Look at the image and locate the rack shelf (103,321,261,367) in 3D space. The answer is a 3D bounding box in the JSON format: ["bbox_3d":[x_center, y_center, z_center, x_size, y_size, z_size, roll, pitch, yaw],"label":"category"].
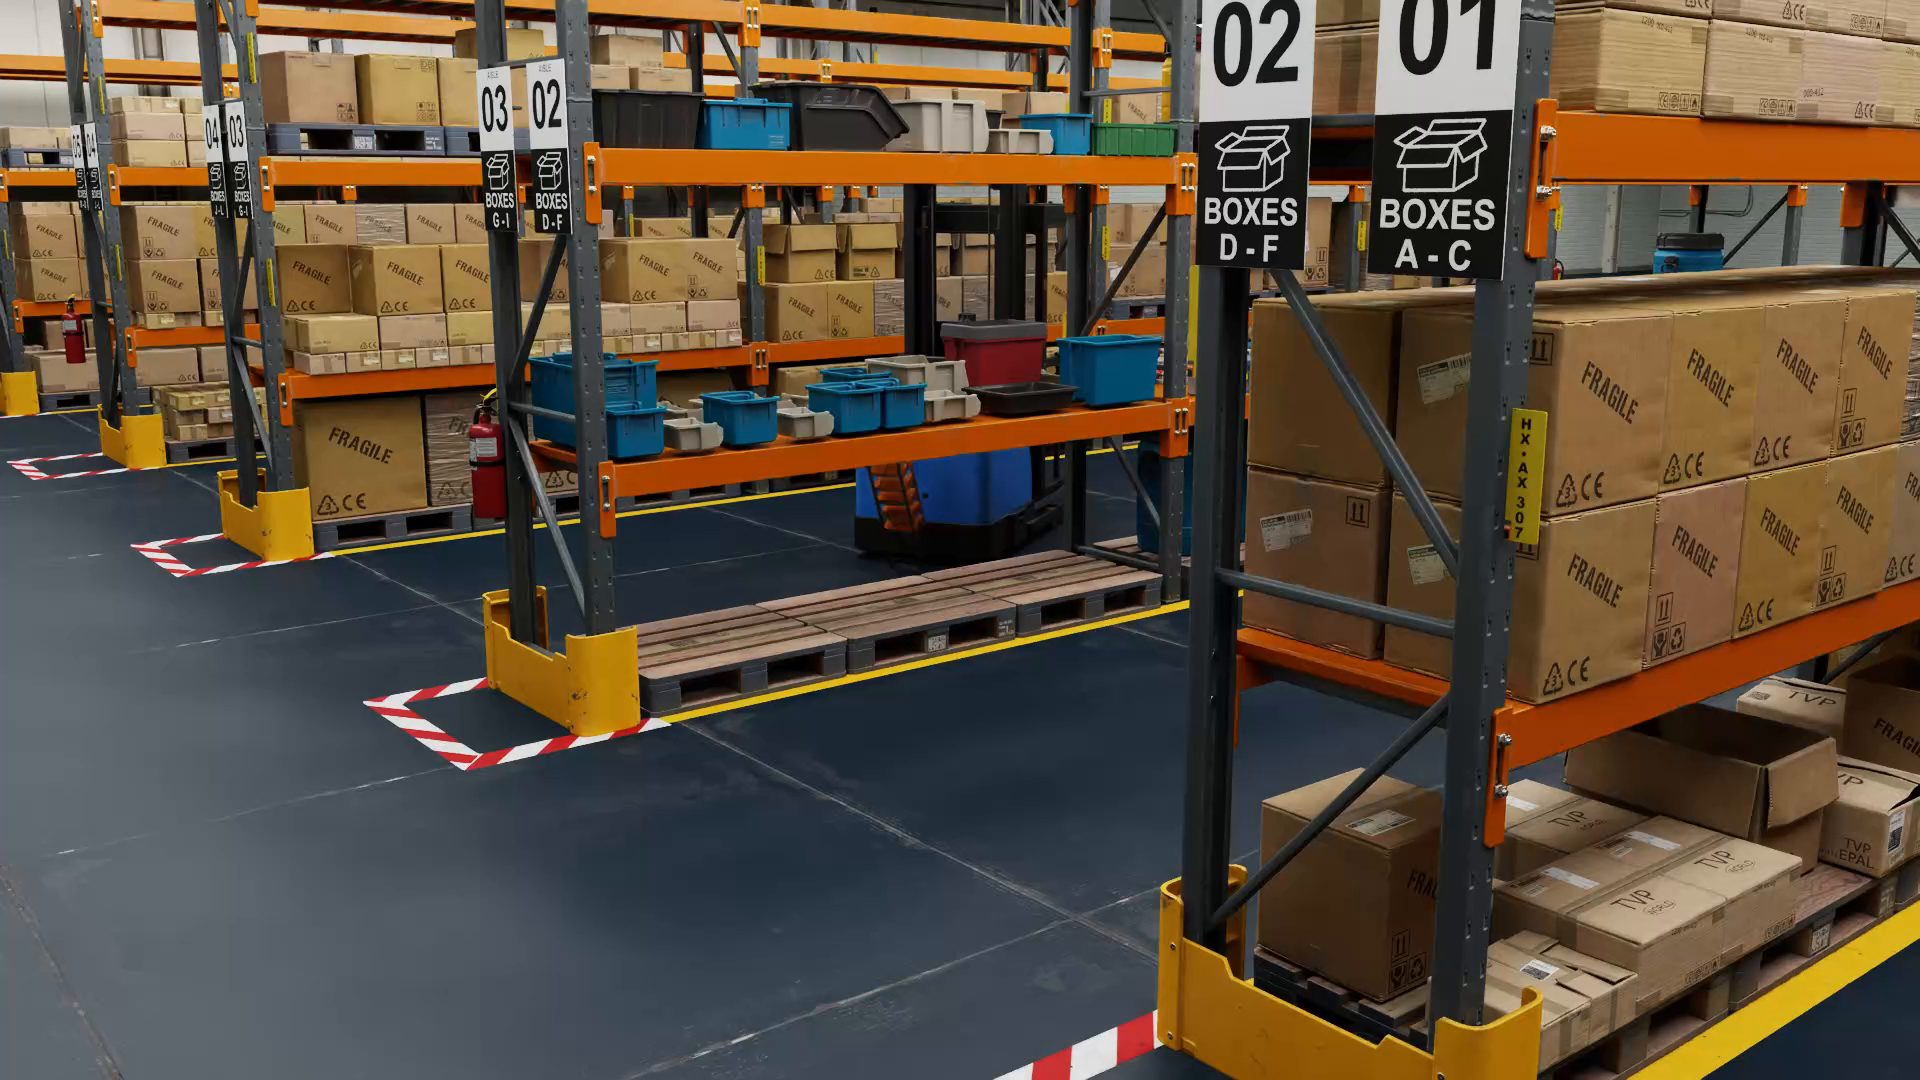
[{"bbox_3d":[-6.609,-2.152,17.271,4.000,0.370,1.077,-9,15,-38],"label":"rack shelf"}]

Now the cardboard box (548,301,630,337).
[{"bbox_3d":[-3.009,-1.784,13.453,0.500,0.250,0.500,-9,15,-37],"label":"cardboard box"}]

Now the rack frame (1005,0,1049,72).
[{"bbox_3d":[1.152,-8.044,28.848,0.127,3.000,1.000,-9,15,-38],"label":"rack frame"}]

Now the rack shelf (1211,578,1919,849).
[{"bbox_3d":[2.596,0.273,5.852,4.000,0.370,1.077,-9,15,-38],"label":"rack shelf"}]

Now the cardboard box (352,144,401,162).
[{"bbox_3d":[-6.055,-3.920,17.010,0.500,0.250,0.500,-10,15,-38],"label":"cardboard box"}]

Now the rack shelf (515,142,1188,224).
[{"bbox_3d":[-0.495,-1.998,9.326,4.000,0.370,1.077,-9,15,-38],"label":"rack shelf"}]

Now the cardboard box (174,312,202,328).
[{"bbox_3d":[-7.540,-2.150,16.135,0.250,0.149,0.380,-9,15,-36],"label":"cardboard box"}]

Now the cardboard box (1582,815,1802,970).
[{"bbox_3d":[2.417,1.156,5.522,0.500,0.250,0.500,-9,15,-38],"label":"cardboard box"}]

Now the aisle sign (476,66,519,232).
[{"bbox_3d":[-2.296,-1.933,8.251,0.004,0.787,0.394,-9,15,-38],"label":"aisle sign"}]

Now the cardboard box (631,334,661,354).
[{"bbox_3d":[-2.663,-1.630,13.687,0.250,0.149,0.380,-9,15,-37],"label":"cardboard box"}]

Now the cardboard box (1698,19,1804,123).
[{"bbox_3d":[1.993,-1.301,4.675,0.500,0.250,0.500,-9,15,-38],"label":"cardboard box"}]

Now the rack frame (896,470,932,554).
[{"bbox_3d":[-0.407,-0.372,11.399,0.240,1.200,0.006,4,41,20],"label":"rack frame"}]

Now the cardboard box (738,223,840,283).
[{"bbox_3d":[-1.534,-2.569,14.851,0.637,0.503,0.797,-10,16,-39],"label":"cardboard box"}]

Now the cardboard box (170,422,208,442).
[{"bbox_3d":[-7.562,-1.071,16.303,0.250,0.149,0.380,-9,15,-37],"label":"cardboard box"}]

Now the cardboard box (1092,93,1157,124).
[{"bbox_3d":[1.624,-4.244,16.730,0.500,0.500,0.500,-9,15,-37],"label":"cardboard box"}]

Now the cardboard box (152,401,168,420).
[{"bbox_3d":[-7.937,-1.315,16.737,0.250,0.149,0.380,-10,16,-39],"label":"cardboard box"}]

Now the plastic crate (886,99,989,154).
[{"bbox_3d":[-0.133,-2.270,9.160,0.530,0.282,0.437,-9,15,-38],"label":"plastic crate"}]

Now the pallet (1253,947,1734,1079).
[{"bbox_3d":[1.716,1.432,5.379,1.213,0.211,1.003,-9,15,-38],"label":"pallet"}]

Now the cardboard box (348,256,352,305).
[{"bbox_3d":[-6.461,-2.654,16.949,0.500,0.500,0.500,-10,16,-39],"label":"cardboard box"}]

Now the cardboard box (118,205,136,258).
[{"bbox_3d":[-7.969,-3.027,16.299,0.500,0.500,0.500,-10,15,-39],"label":"cardboard box"}]

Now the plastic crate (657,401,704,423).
[{"bbox_3d":[-1.533,-0.659,8.999,0.243,0.136,0.396,-9,15,-38],"label":"plastic crate"}]

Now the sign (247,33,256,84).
[{"bbox_3d":[-4.809,-3.269,11.286,0.005,0.325,0.100,-9,15,-38],"label":"sign"}]

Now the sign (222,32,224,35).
[{"bbox_3d":[-10.998,-7.697,24.773,0.005,0.325,0.100,-9,15,-38],"label":"sign"}]

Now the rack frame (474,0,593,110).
[{"bbox_3d":[-2.057,-3.558,7.718,0.127,3.000,1.000,-9,15,-38],"label":"rack frame"}]

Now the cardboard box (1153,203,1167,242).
[{"bbox_3d":[2.783,-4.653,24.359,0.500,0.550,0.875,-9,15,-38],"label":"cardboard box"}]

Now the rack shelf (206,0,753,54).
[{"bbox_3d":[-3.589,-4.073,12.839,4.000,0.370,1.077,-9,15,-38],"label":"rack shelf"}]

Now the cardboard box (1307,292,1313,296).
[{"bbox_3d":[4.204,-2.936,19.839,0.250,0.149,0.380,-9,15,-38],"label":"cardboard box"}]

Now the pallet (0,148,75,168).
[{"bbox_3d":[-10.769,-4.556,19.853,1.213,0.211,1.003,-9,15,-38],"label":"pallet"}]

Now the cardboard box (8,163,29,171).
[{"bbox_3d":[-13.393,-5.271,23.612,0.250,0.149,0.380,-9,15,-36],"label":"cardboard box"}]

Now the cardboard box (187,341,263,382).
[{"bbox_3d":[-9.474,-2.324,21.511,0.875,0.438,0.875,-10,16,-39],"label":"cardboard box"}]

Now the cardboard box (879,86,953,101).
[{"bbox_3d":[-0.486,-3.919,15.382,0.637,0.503,0.797,-10,15,-38],"label":"cardboard box"}]

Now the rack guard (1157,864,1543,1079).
[{"bbox_3d":[1.094,1.394,4.861,0.348,0.500,1.175,-9,15,-38],"label":"rack guard"}]

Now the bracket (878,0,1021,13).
[{"bbox_3d":[-0.488,-10.998,34.093,4.783,0.066,0.076,-9,15,-38],"label":"bracket"}]

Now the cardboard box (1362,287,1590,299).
[{"bbox_3d":[1.604,-0.525,5.232,0.500,0.500,0.500,-9,15,-36],"label":"cardboard box"}]

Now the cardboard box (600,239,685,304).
[{"bbox_3d":[-2.613,-2.217,13.687,0.500,0.500,0.500,-9,15,-37],"label":"cardboard box"}]

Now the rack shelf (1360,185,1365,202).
[{"bbox_3d":[5.781,-4.358,20.443,4.000,0.370,1.077,-9,15,-38],"label":"rack shelf"}]

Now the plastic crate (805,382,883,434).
[{"bbox_3d":[-0.630,-0.720,9.056,0.300,0.233,0.416,-9,15,-38],"label":"plastic crate"}]

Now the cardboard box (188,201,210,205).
[{"bbox_3d":[-9.480,-4.126,20.631,0.250,0.149,0.380,-9,15,-38],"label":"cardboard box"}]

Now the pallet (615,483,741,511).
[{"bbox_3d":[-2.670,-0.495,14.453,1.213,0.211,1.003,-9,15,-38],"label":"pallet"}]

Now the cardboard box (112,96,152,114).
[{"bbox_3d":[-7.775,-4.082,15.609,0.250,0.149,0.380,-10,15,-38],"label":"cardboard box"}]

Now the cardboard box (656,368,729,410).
[{"bbox_3d":[-2.593,-1.039,14.403,0.875,0.875,0.875,-9,15,-38],"label":"cardboard box"}]

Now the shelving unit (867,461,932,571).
[{"bbox_3d":[-0.435,-0.314,11.334,0.258,1.200,0.189,4,41,20],"label":"shelving unit"}]

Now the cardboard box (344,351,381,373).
[{"bbox_3d":[-4.468,-1.329,12.273,0.250,0.149,0.380,-10,15,-38],"label":"cardboard box"}]

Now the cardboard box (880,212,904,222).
[{"bbox_3d":[-0.774,-4.009,21.641,0.500,0.500,0.700,-10,15,-39],"label":"cardboard box"}]

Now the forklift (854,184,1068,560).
[{"bbox_3d":[0.214,-1.557,12.905,1.130,2.935,3.031,4,13,19],"label":"forklift"}]

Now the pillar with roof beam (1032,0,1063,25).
[{"bbox_3d":[4.316,-8.985,33.278,0.548,9.000,9.100,-9,15,-38],"label":"pillar with roof beam"}]

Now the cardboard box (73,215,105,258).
[{"bbox_3d":[-10.390,-3.656,19.976,0.500,0.500,0.500,-10,16,-39],"label":"cardboard box"}]

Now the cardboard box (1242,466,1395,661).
[{"bbox_3d":[1.214,0.030,5.026,0.500,0.500,0.500,-9,15,-36],"label":"cardboard box"}]

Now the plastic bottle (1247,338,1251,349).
[{"bbox_3d":[2.049,-1.295,11.816,0.097,0.271,0.097,0,12,0],"label":"plastic bottle"}]

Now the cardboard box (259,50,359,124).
[{"bbox_3d":[-4.778,-3.273,12.107,0.500,0.500,0.700,-11,16,-41],"label":"cardboard box"}]

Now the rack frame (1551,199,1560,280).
[{"bbox_3d":[7.343,-3.502,21.902,0.127,3.000,1.000,-9,15,-38],"label":"rack frame"}]

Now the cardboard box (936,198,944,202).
[{"bbox_3d":[-0.671,-5.420,27.566,0.500,0.500,0.700,-10,15,-39],"label":"cardboard box"}]

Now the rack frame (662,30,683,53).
[{"bbox_3d":[-5.075,-8.330,30.193,0.127,3.000,1.000,-9,15,-38],"label":"rack frame"}]
